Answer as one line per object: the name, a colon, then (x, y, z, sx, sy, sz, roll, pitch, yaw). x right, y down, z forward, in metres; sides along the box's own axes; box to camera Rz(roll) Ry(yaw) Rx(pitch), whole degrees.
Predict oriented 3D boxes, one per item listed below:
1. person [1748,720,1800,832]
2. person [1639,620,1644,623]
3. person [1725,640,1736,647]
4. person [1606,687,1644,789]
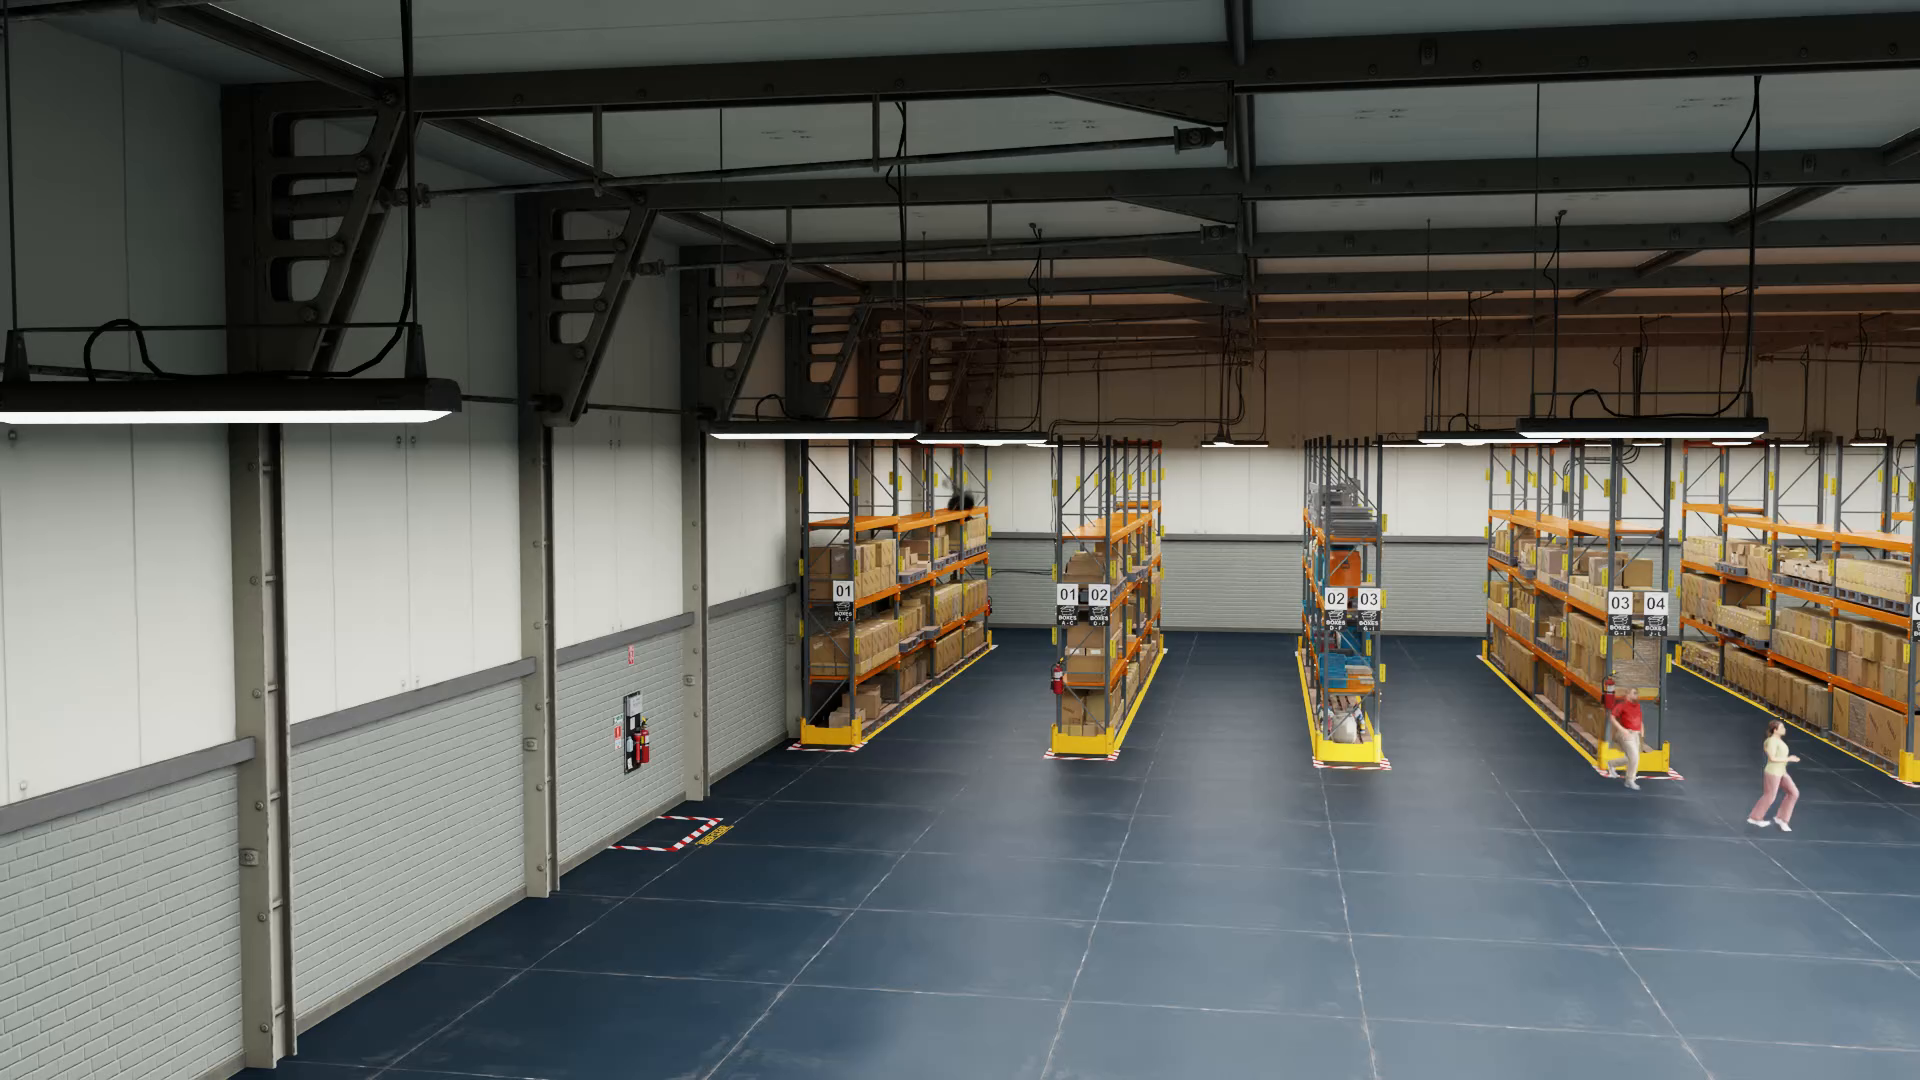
person: (12.231, 3.544, 24.964, 0.711, 1.710, 0.556, 3, 4, 40)
person: (17.721, 2.548, 42.667, 0.663, 1.803, 0.749, 1, 3, 20)
person: (20.811, 2.419, 45.253, 0.723, 1.701, 0.602, -2, 4, -33)
person: (11.378, 3.367, 28.414, 0.705, 1.717, 0.765, -2, 4, -34)
